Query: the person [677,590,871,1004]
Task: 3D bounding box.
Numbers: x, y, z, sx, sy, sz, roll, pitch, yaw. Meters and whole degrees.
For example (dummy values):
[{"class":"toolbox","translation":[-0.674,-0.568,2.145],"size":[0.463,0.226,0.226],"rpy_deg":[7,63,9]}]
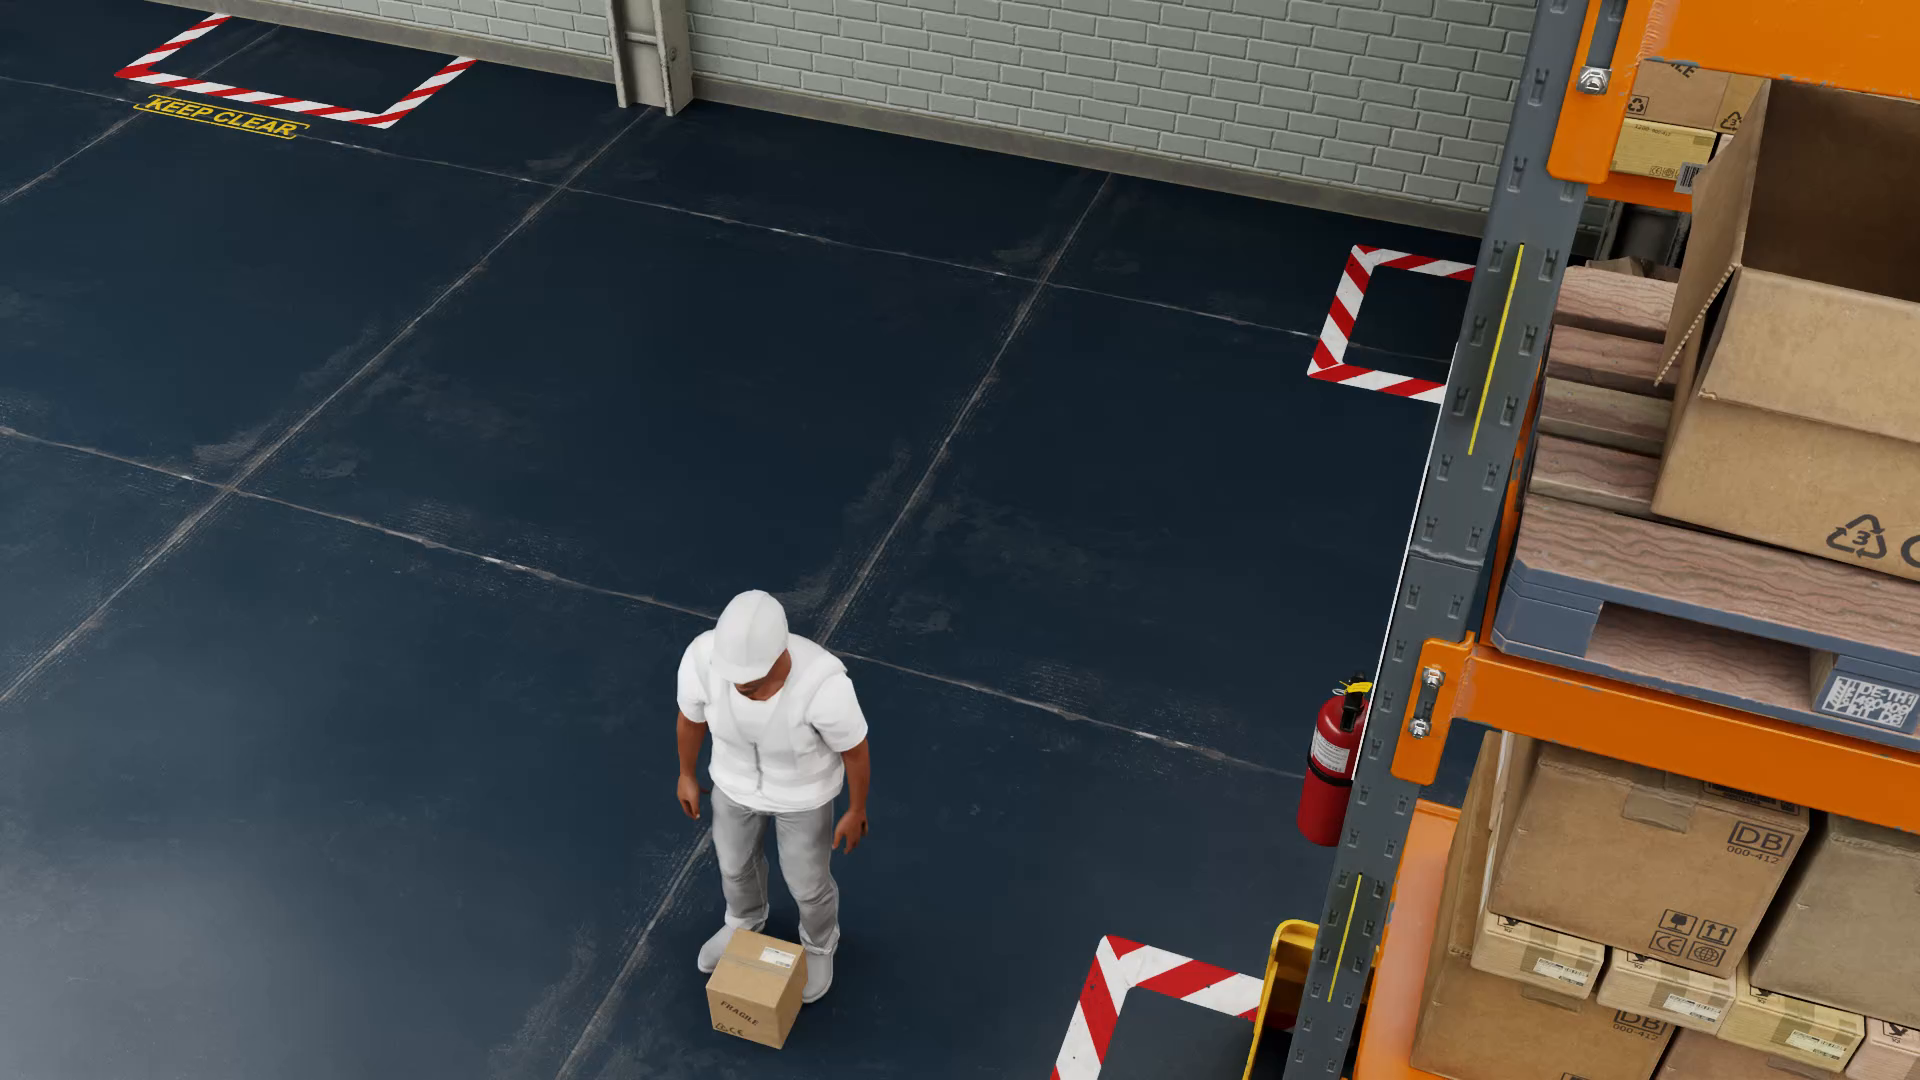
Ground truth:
[{"class":"person","translation":[-0.594,0.793,5.242],"size":[0.634,1.759,0.460],"rpy_deg":[11,42,12]}]
